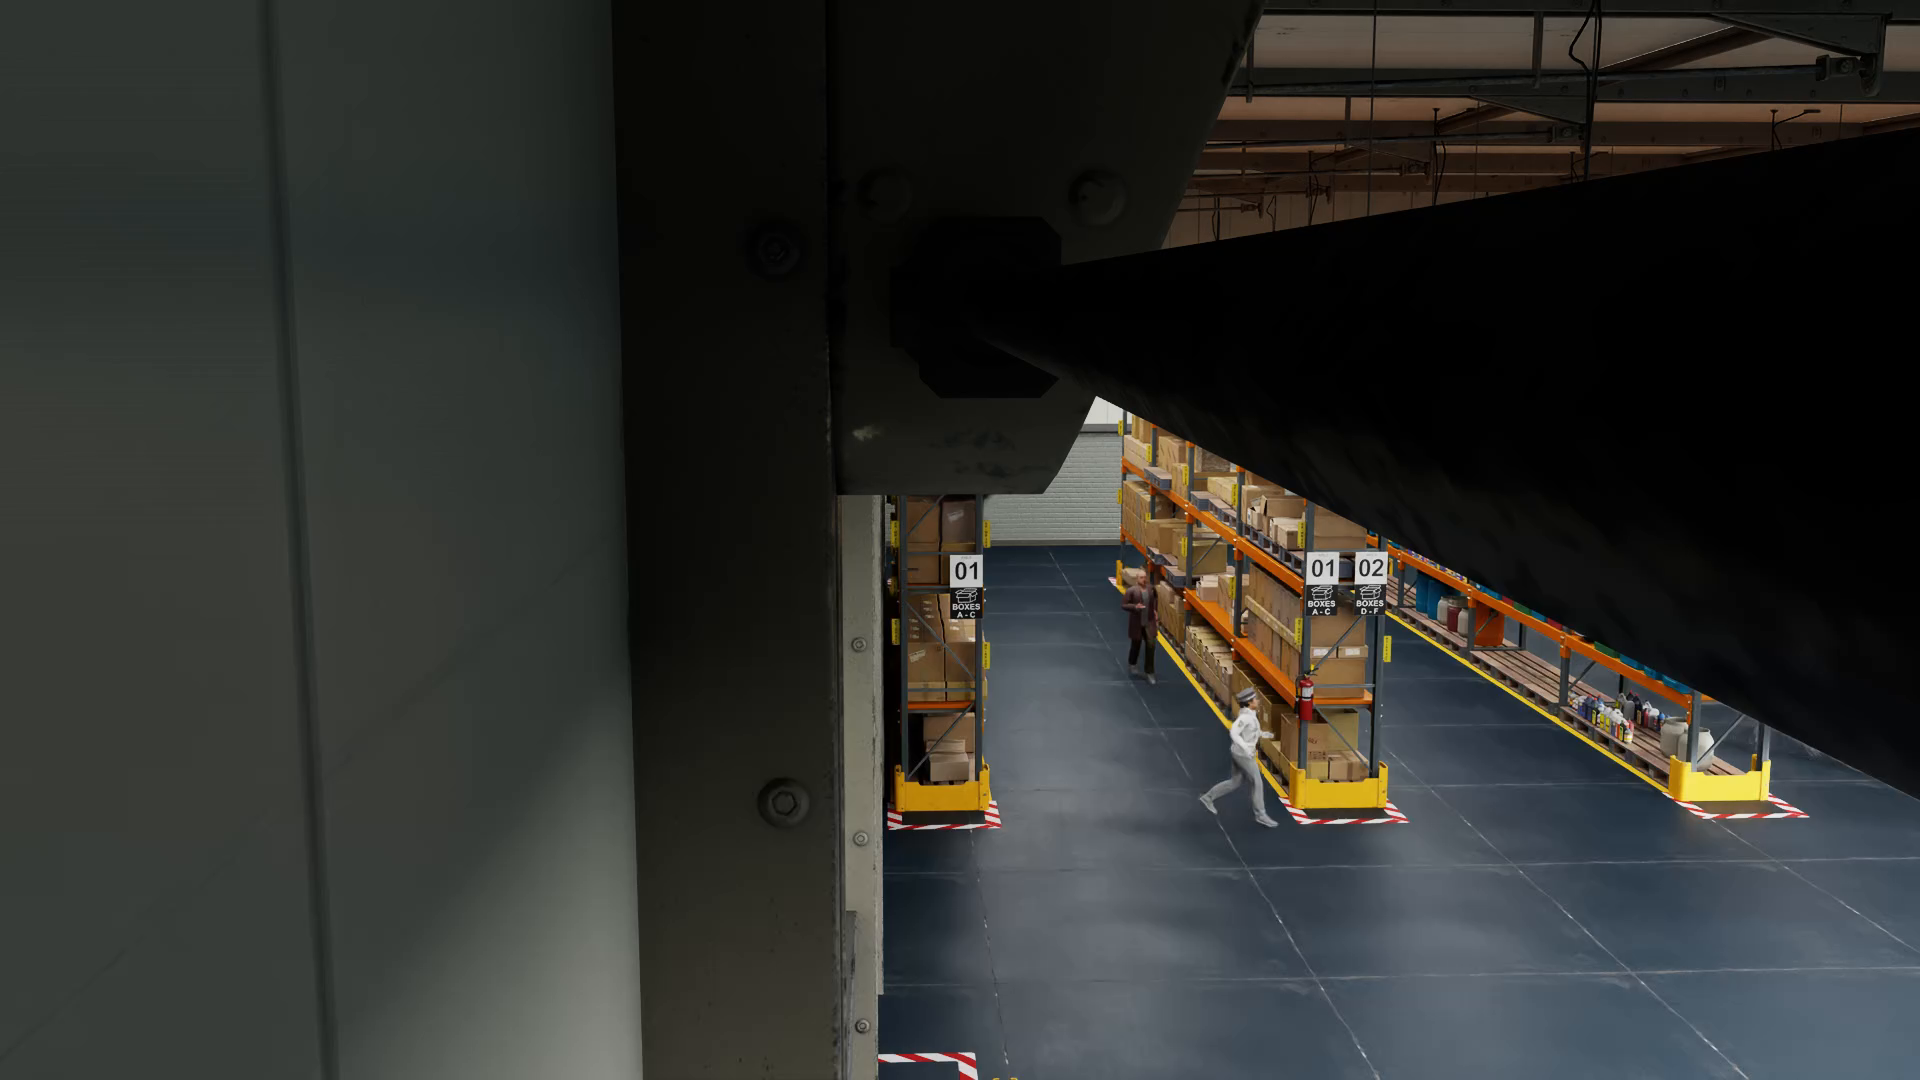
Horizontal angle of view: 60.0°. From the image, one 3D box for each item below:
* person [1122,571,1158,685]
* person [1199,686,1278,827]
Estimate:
[{"bbox_3d":[2.982,1.408,27.395,0.697,1.826,0.916,-1,9,-9],"label":"person"},{"bbox_3d":[3.353,2.584,19.822,0.926,1.706,0.576,1,8,5],"label":"person"}]
